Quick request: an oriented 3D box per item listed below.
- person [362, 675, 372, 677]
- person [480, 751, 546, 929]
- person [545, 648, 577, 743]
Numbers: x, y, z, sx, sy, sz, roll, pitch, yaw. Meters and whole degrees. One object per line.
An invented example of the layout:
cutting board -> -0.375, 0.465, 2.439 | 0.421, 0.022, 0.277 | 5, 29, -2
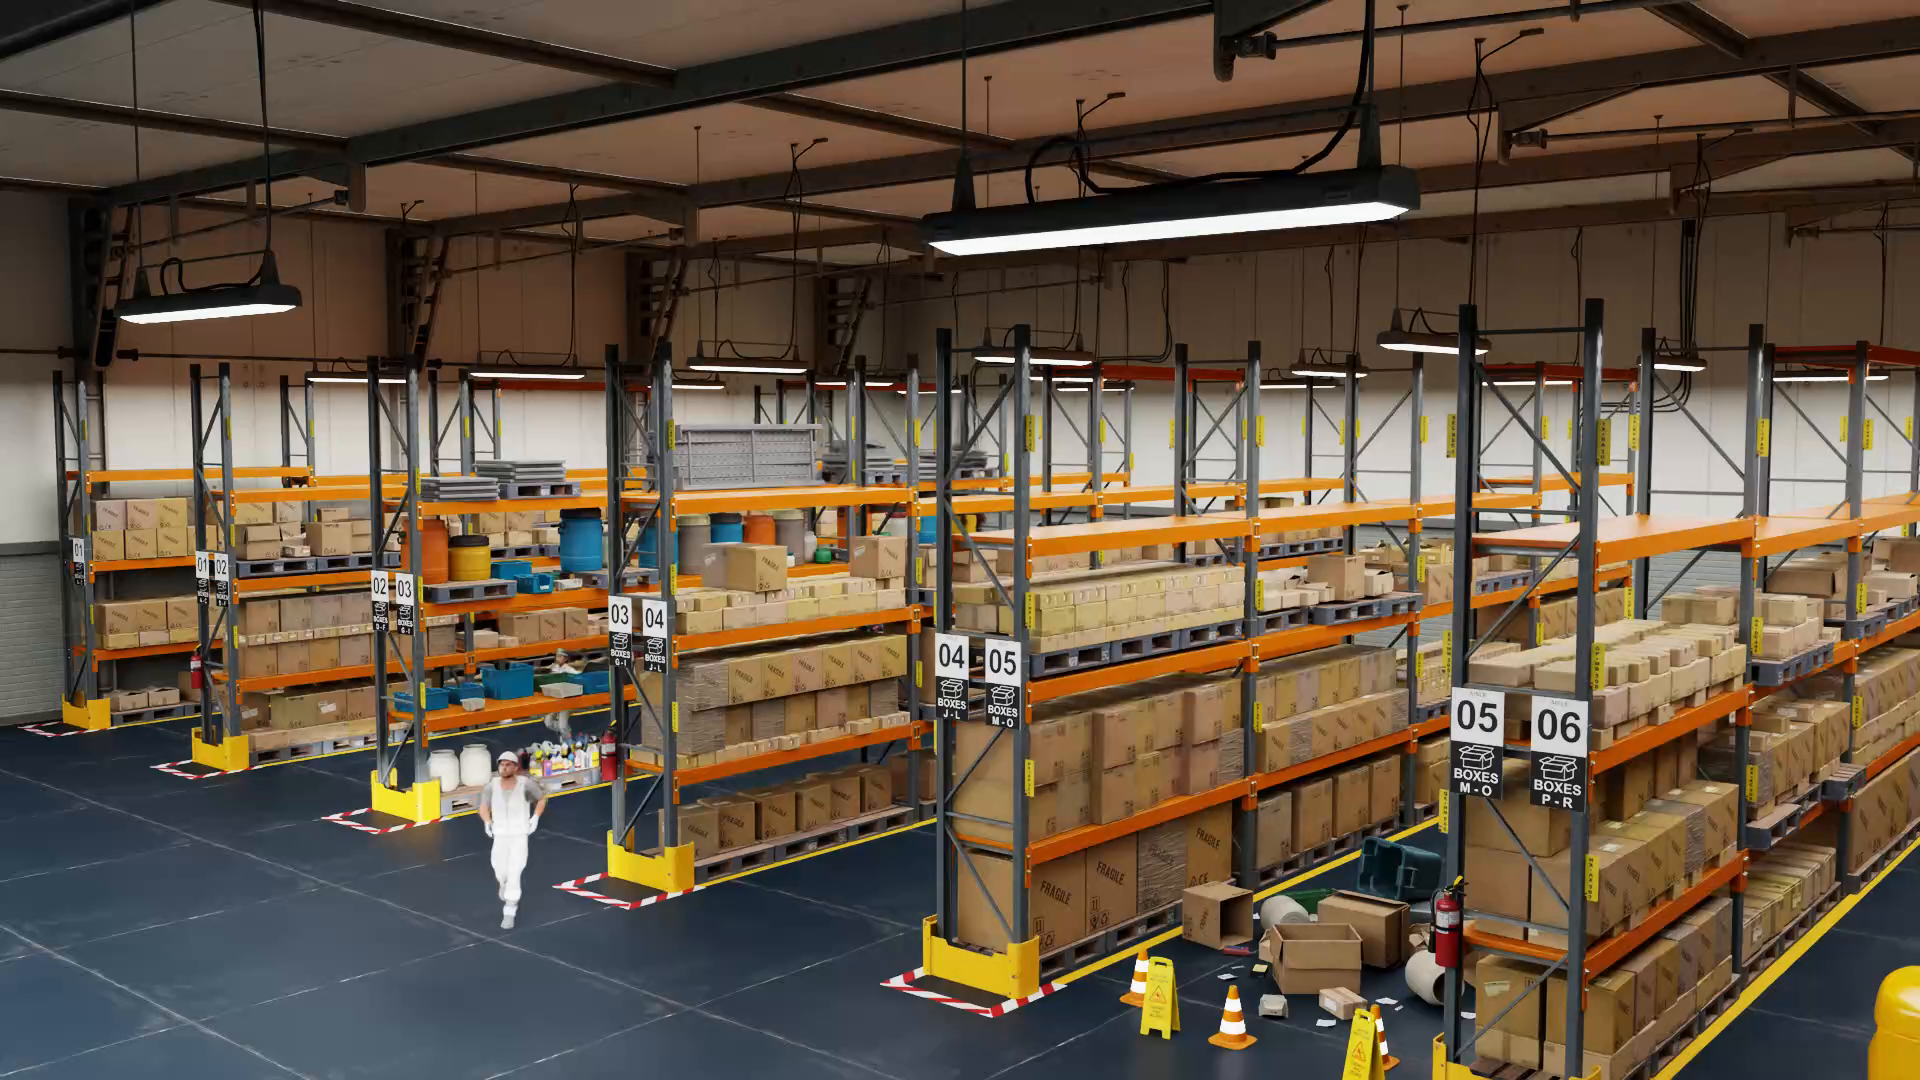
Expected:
person -> -9.981, 2.271, 28.497 | 0.550, 1.725, 0.755 | 3, 5, 37
person -> -4.634, 3.052, 17.220 | 0.629, 1.775, 0.820 | 0, 4, -4
person -> -6.187, 2.485, 25.691 | 0.608, 1.656, 0.538 | 2, 5, 26
